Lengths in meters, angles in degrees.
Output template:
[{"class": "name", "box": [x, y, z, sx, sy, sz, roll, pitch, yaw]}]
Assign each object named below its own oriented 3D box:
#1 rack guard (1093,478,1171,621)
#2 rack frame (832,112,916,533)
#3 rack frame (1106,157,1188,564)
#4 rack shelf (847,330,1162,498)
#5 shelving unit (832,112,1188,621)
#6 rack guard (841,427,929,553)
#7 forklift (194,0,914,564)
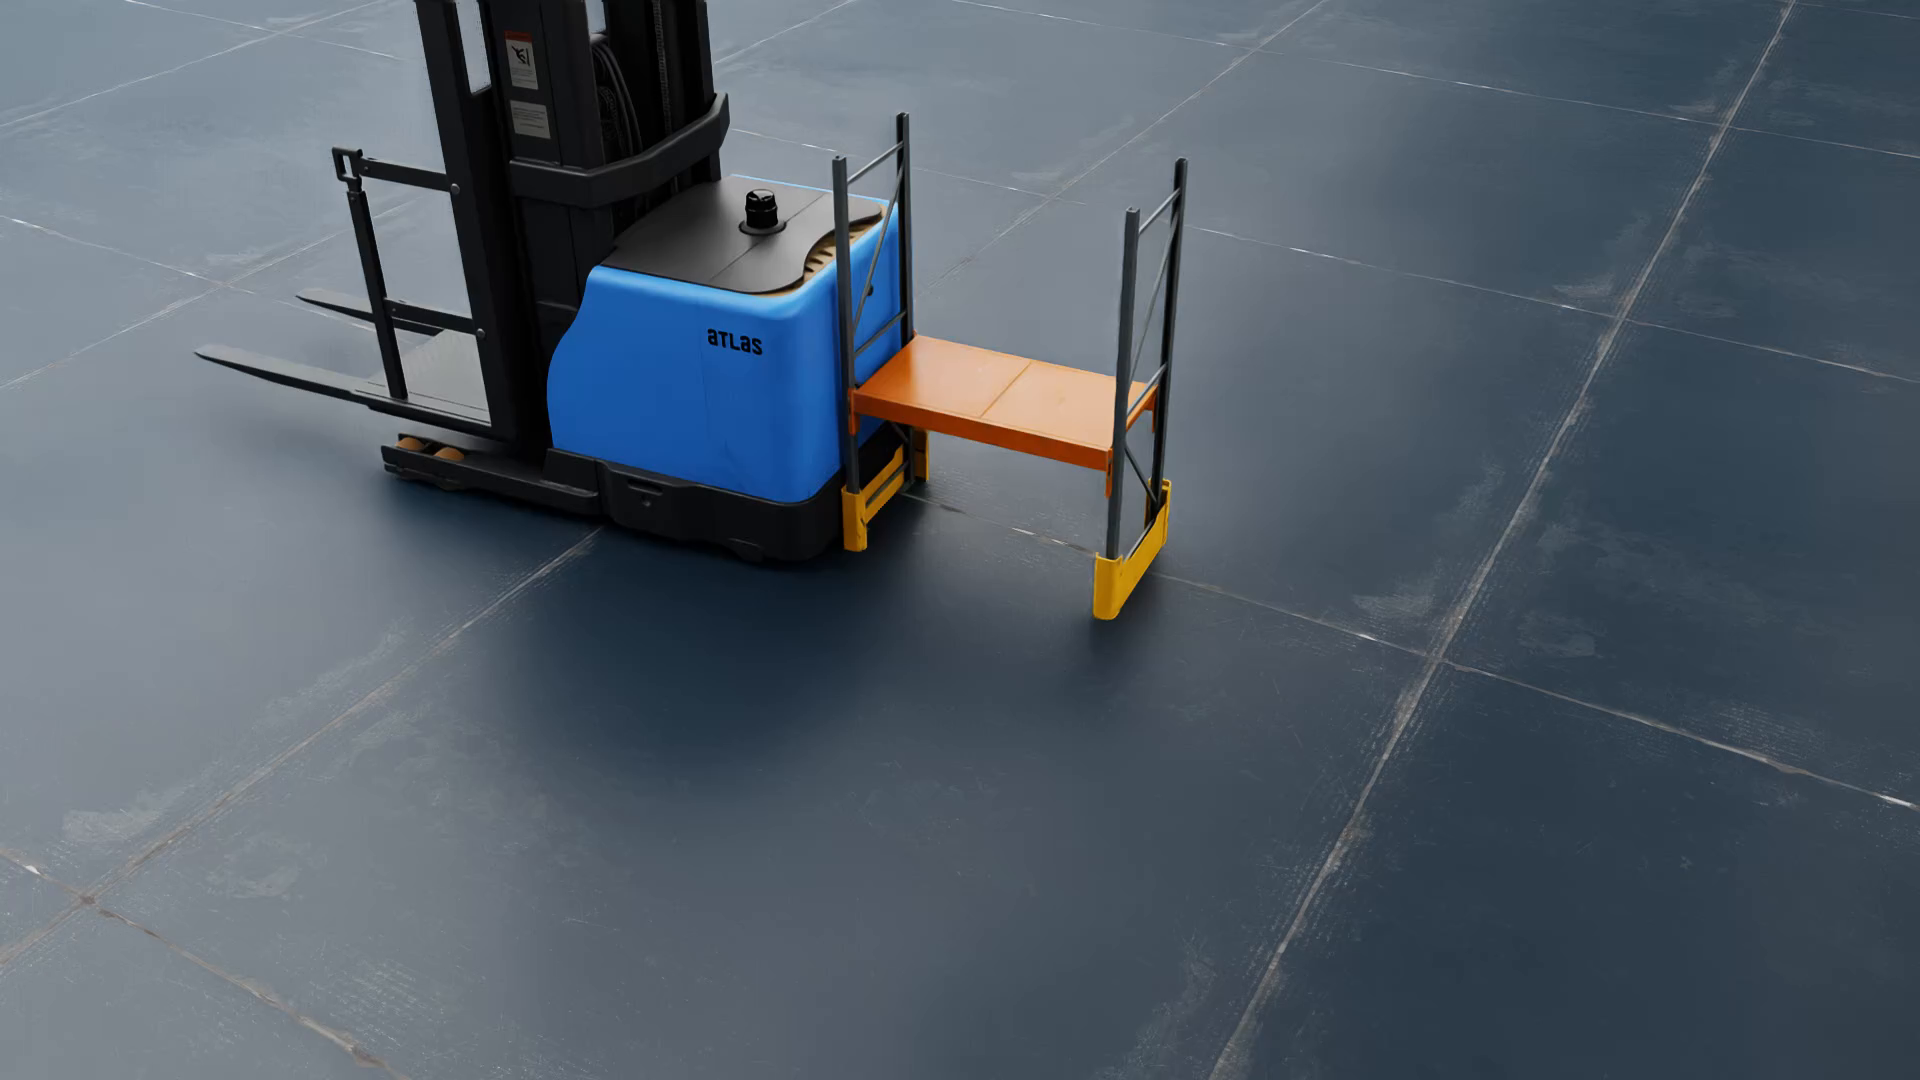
[{"class": "rack guard", "box": [0.622, 0.025, 5.987, 0.087, 0.250, 0.587, 15, 36, 21]}, {"class": "rack frame", "box": [-0.297, -0.736, 6.001, 0.032, 1.500, 0.500, 15, 36, 21]}, {"class": "rack frame", "box": [0.623, -0.495, 5.640, 0.032, 1.500, 0.500, 15, 36, 21]}, {"class": "rack shelf", "box": [0.163, -0.466, 5.921, 1.000, 0.185, 0.538, 15, 36, 21]}, {"class": "shelving unit", "box": [0.171, -0.613, 5.818, 1.083, 1.500, 0.587, 15, 36, 21]}, {"class": "rack guard", "box": [-0.279, -0.211, 6.341, 0.087, 0.250, 0.587, 15, 36, 21]}, {"class": "forklift", "box": [-1.727, -1.666, 6.108, 3.031, 2.935, 1.130, 14, 36, 19]}]
